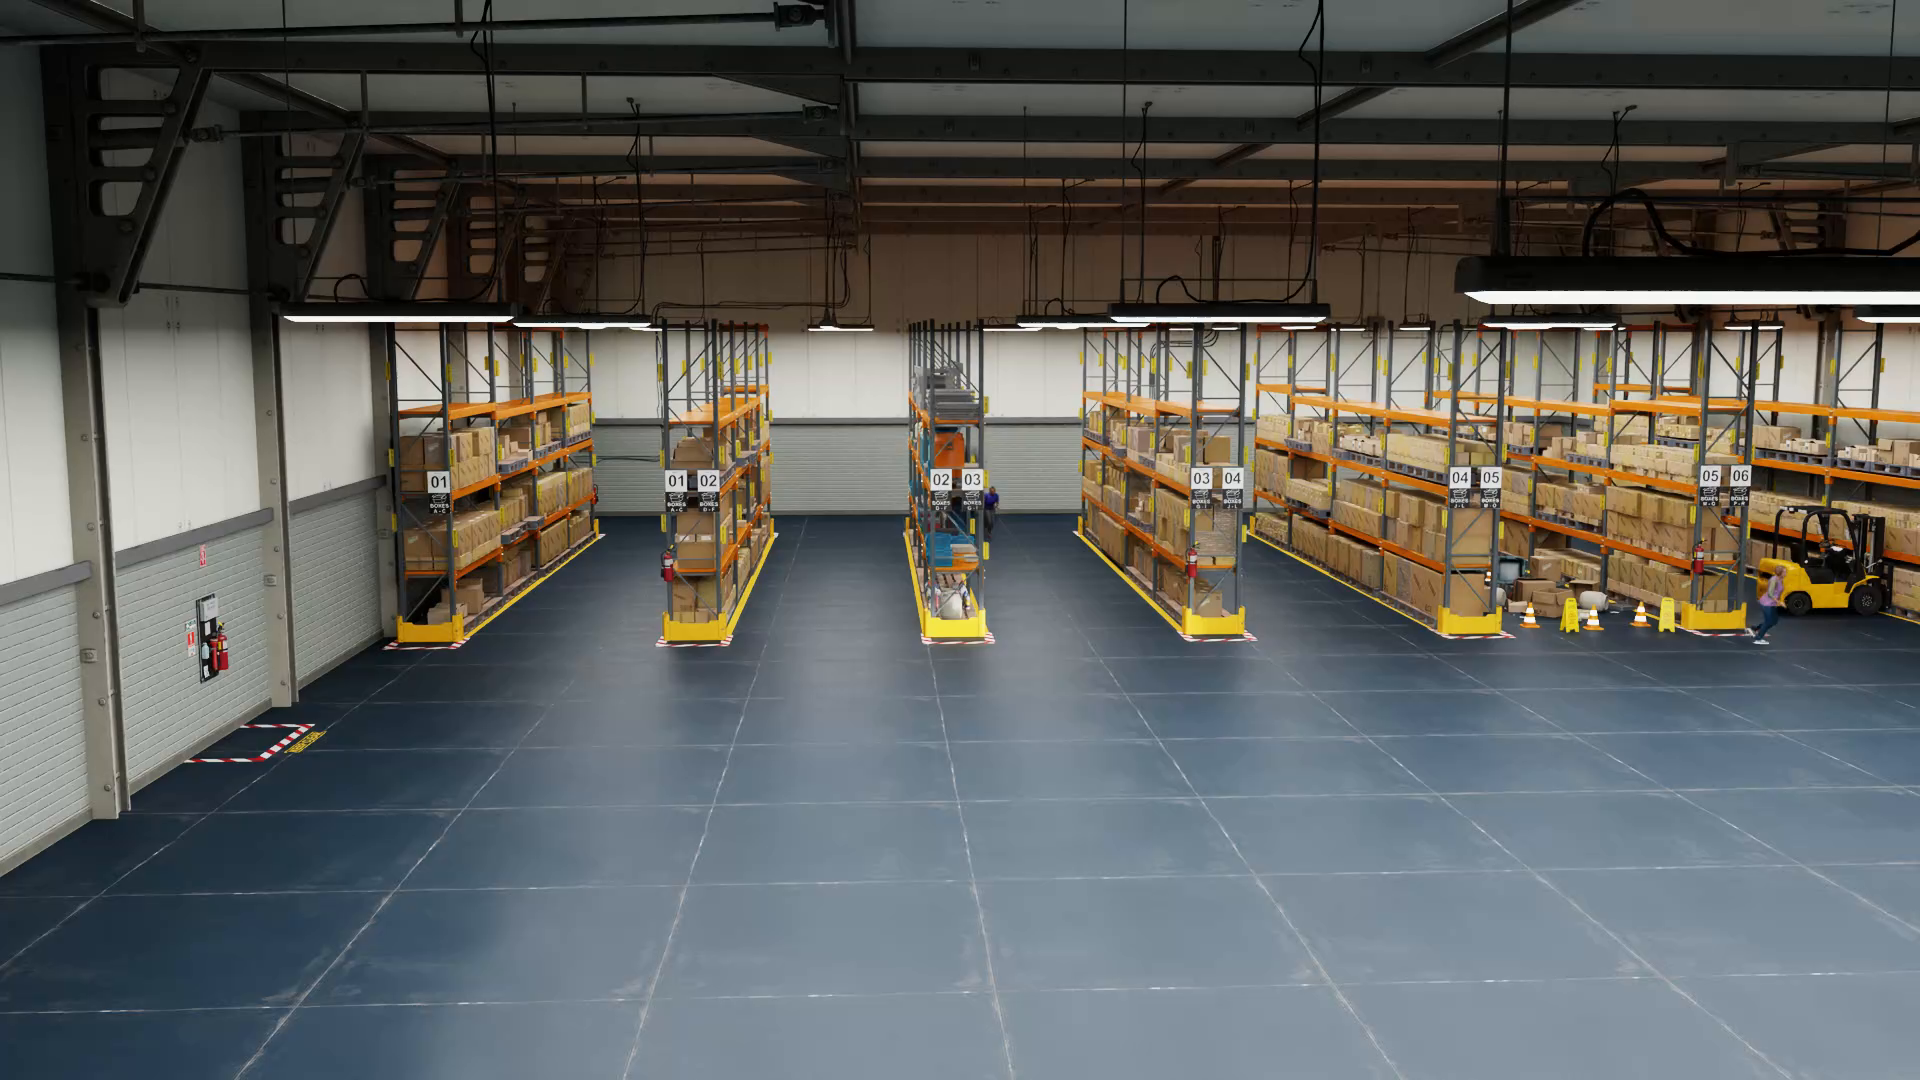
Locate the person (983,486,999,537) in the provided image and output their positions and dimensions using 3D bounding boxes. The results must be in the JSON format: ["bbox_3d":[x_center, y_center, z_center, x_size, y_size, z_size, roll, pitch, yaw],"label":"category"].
[{"bbox_3d":[0.801,-0.798,46.891,0.595,1.484,0.821,-2,7,-17],"label":"person"}]

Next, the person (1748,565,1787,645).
[{"bbox_3d":[14.913,1.192,30.670,0.699,1.518,0.522,7,10,44],"label":"person"}]
